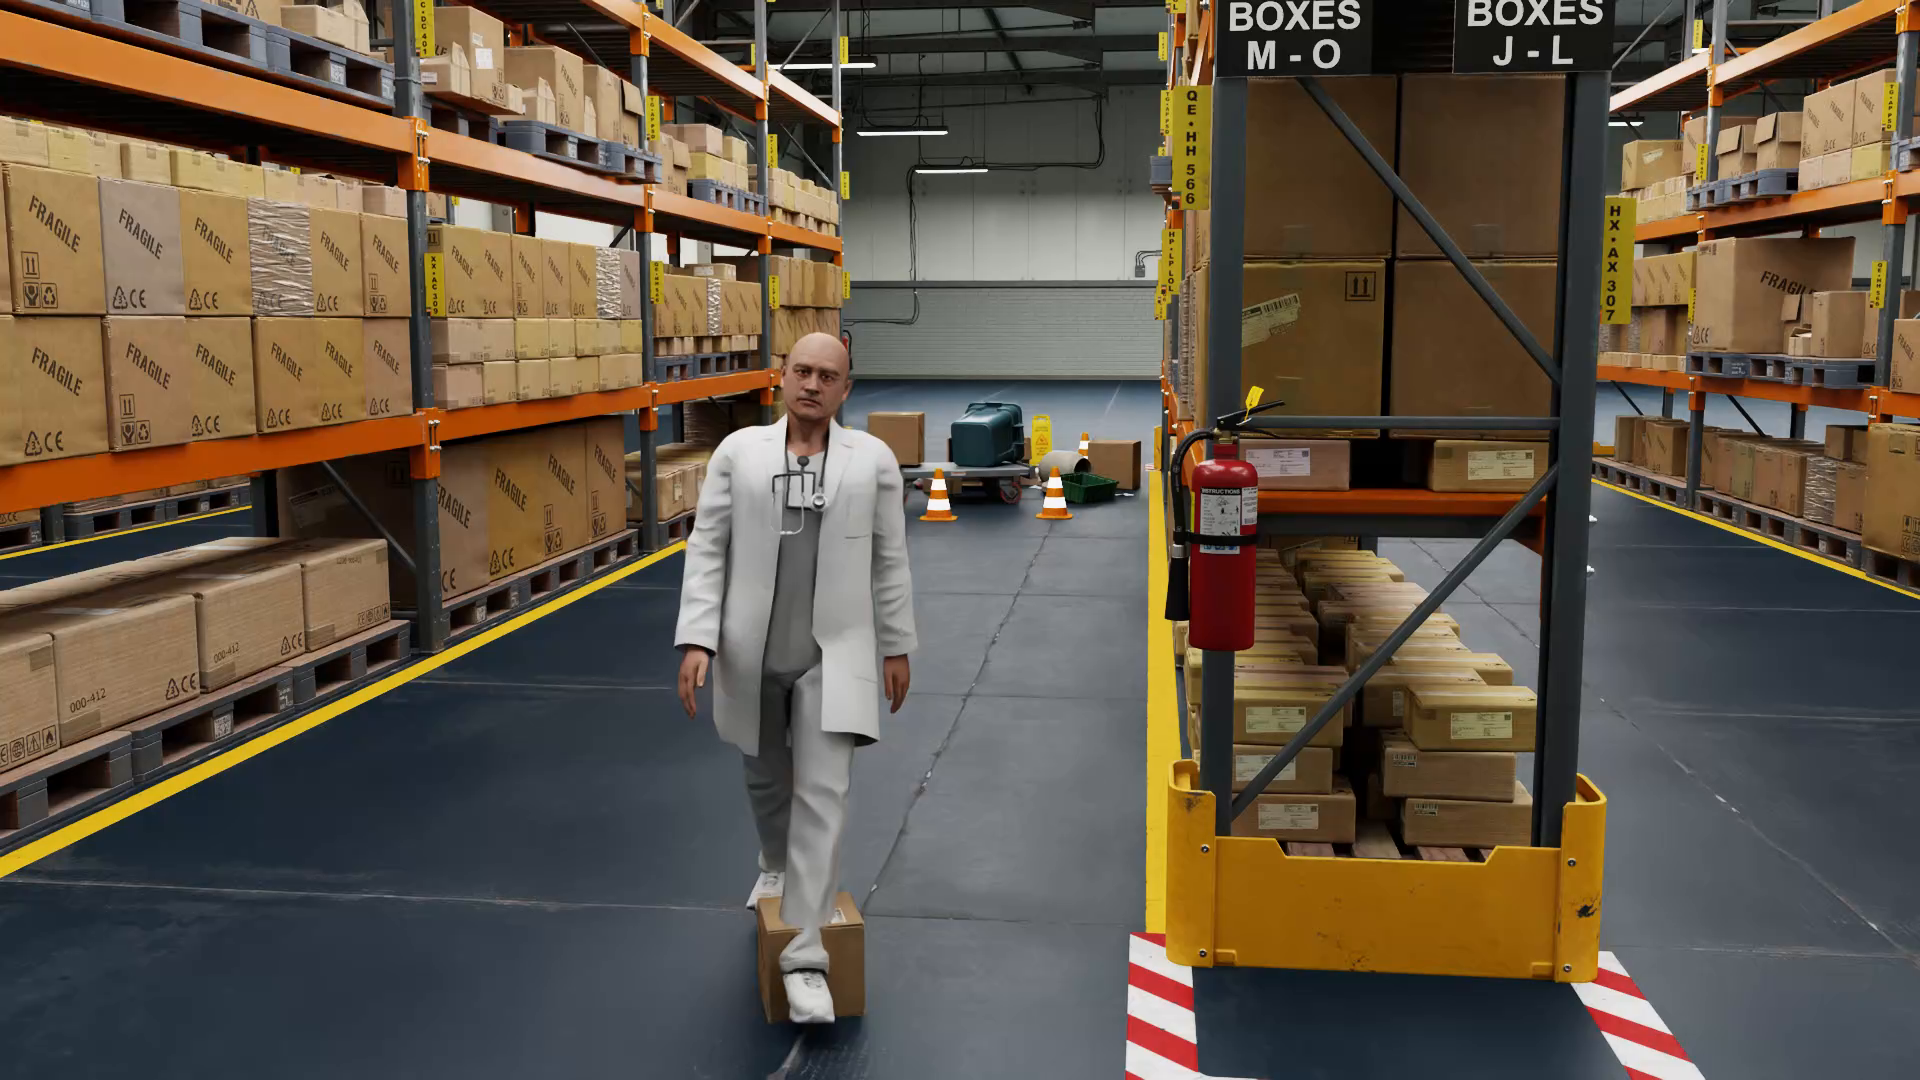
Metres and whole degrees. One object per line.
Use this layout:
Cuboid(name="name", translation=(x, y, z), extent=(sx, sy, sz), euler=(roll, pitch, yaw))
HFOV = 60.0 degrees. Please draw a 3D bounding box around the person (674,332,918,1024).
Cuboid(name="person", translation=(-0.442, 0.308, 4.493), extent=(0.643, 1.724, 1.130), euler=(0, 7, 1))
